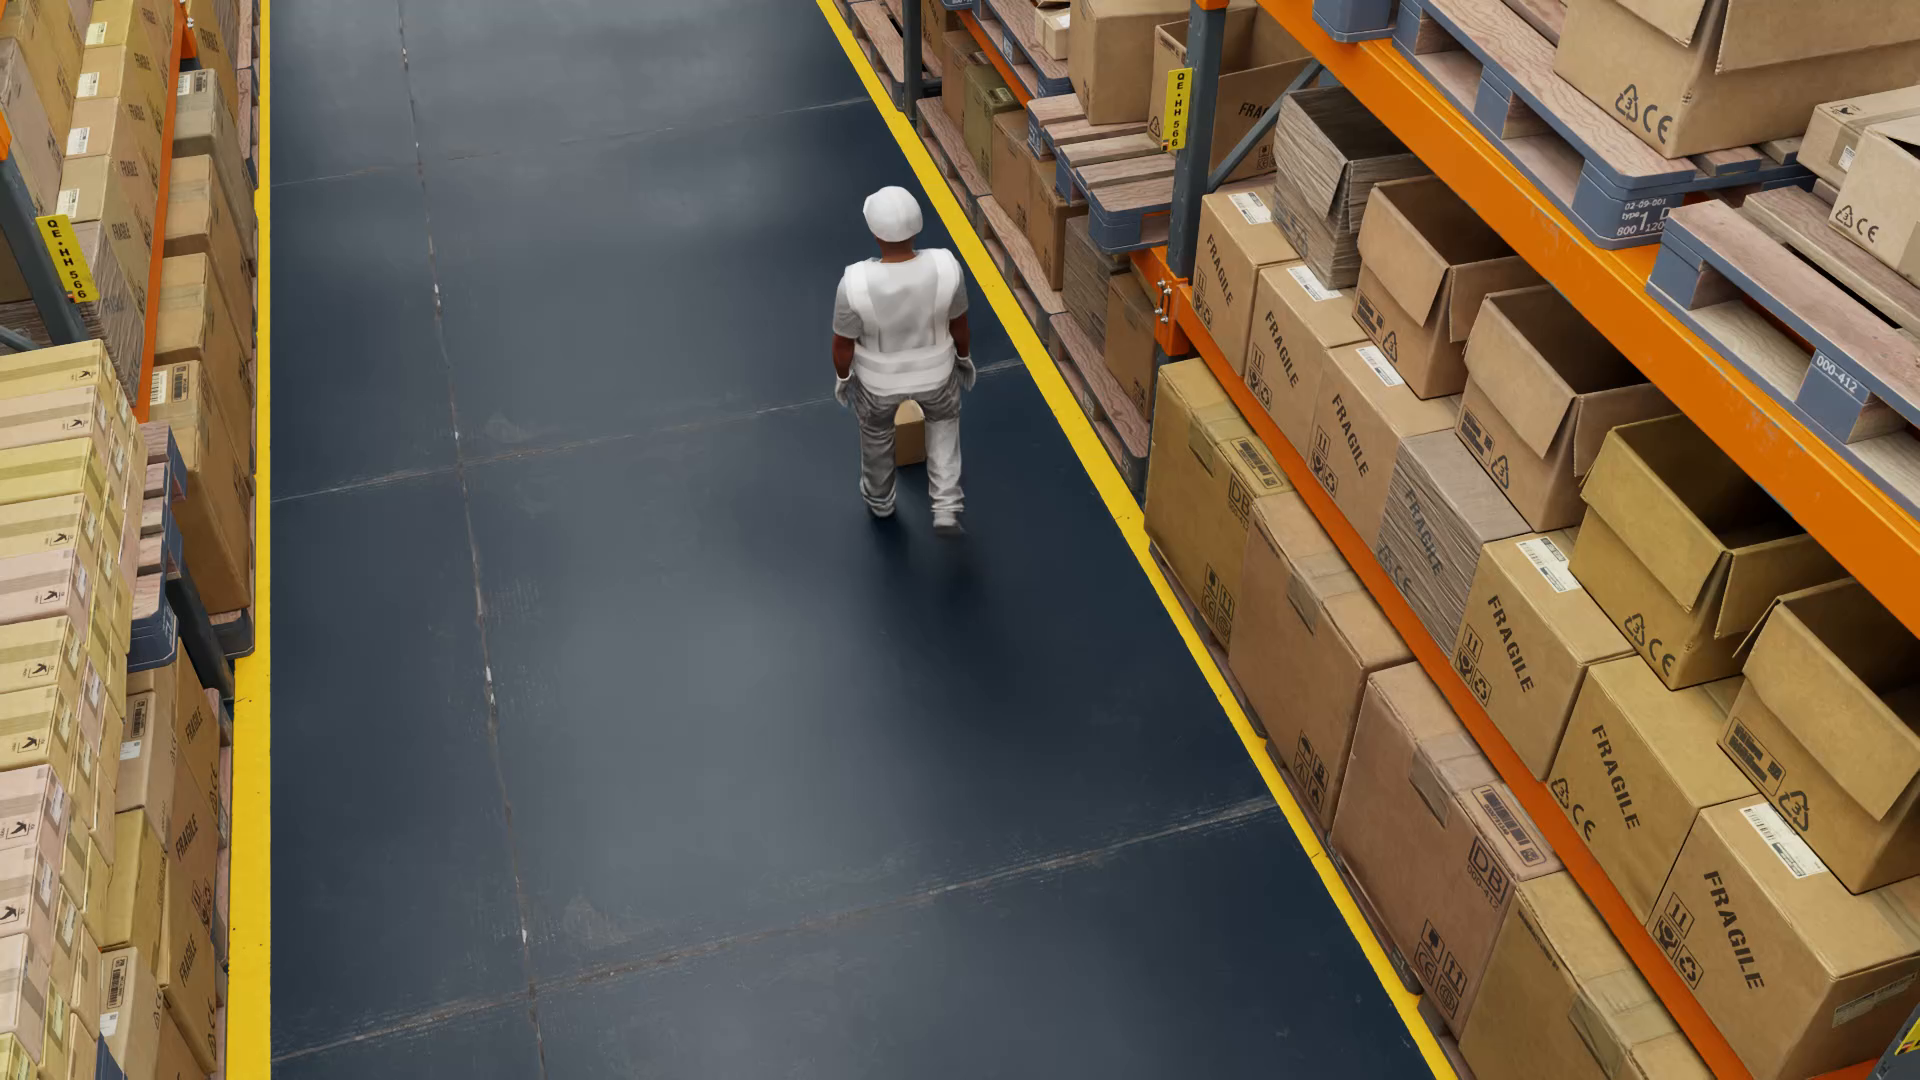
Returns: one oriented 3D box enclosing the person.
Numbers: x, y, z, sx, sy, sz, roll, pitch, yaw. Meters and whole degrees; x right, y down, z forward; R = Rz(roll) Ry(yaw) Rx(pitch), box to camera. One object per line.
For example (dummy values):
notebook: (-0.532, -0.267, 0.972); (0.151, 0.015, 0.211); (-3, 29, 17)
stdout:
person: (-0.236, -0.738, 6.937); (0.604, 1.771, 0.713); (-7, 42, -8)
